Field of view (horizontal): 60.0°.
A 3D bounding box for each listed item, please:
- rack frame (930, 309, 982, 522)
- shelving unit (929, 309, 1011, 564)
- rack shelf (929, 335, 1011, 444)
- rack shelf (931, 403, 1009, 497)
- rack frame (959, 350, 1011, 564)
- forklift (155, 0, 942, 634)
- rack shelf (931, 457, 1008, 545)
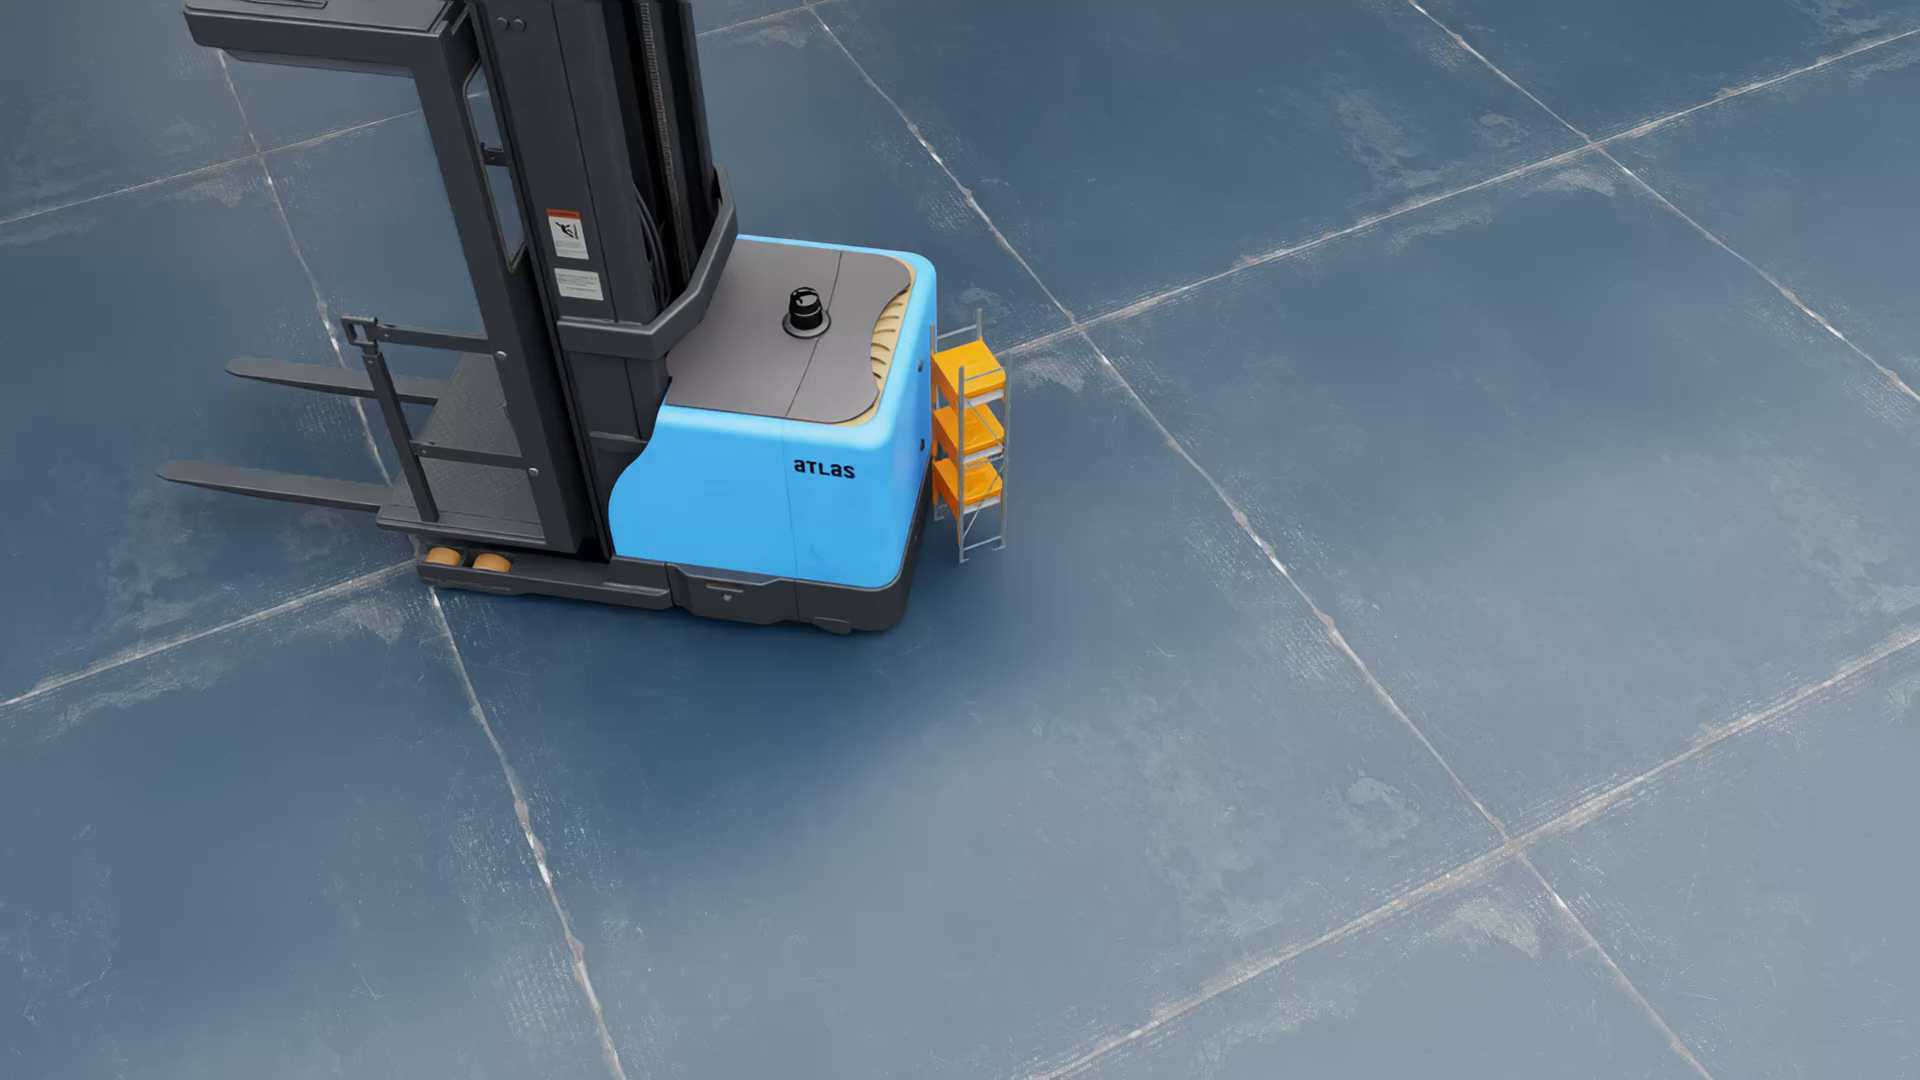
[{"bbox_3d":[-0.015,-0.453,6.341,0.200,1.050,0.008,-19,52,-16],"label":"rack frame"},{"bbox_3d":[0.036,-0.369,6.268,0.215,1.050,0.252,-19,52,-16],"label":"shelving unit"},{"bbox_3d":[0.036,-0.549,6.062,0.215,0.259,0.240,-19,52,-16],"label":"rack shelf"},{"bbox_3d":[0.036,-0.362,6.276,0.215,0.259,0.240,-19,52,-16],"label":"rack shelf"},{"bbox_3d":[0.087,-0.286,6.195,0.200,1.050,0.008,-19,52,-16],"label":"rack frame"},{"bbox_3d":[-1.639,-1.140,5.692,3.031,2.935,1.130,7,49,6],"label":"forklift"},{"bbox_3d":[0.036,-0.179,6.485,0.215,0.259,0.240,-19,52,-16],"label":"rack shelf"}]
